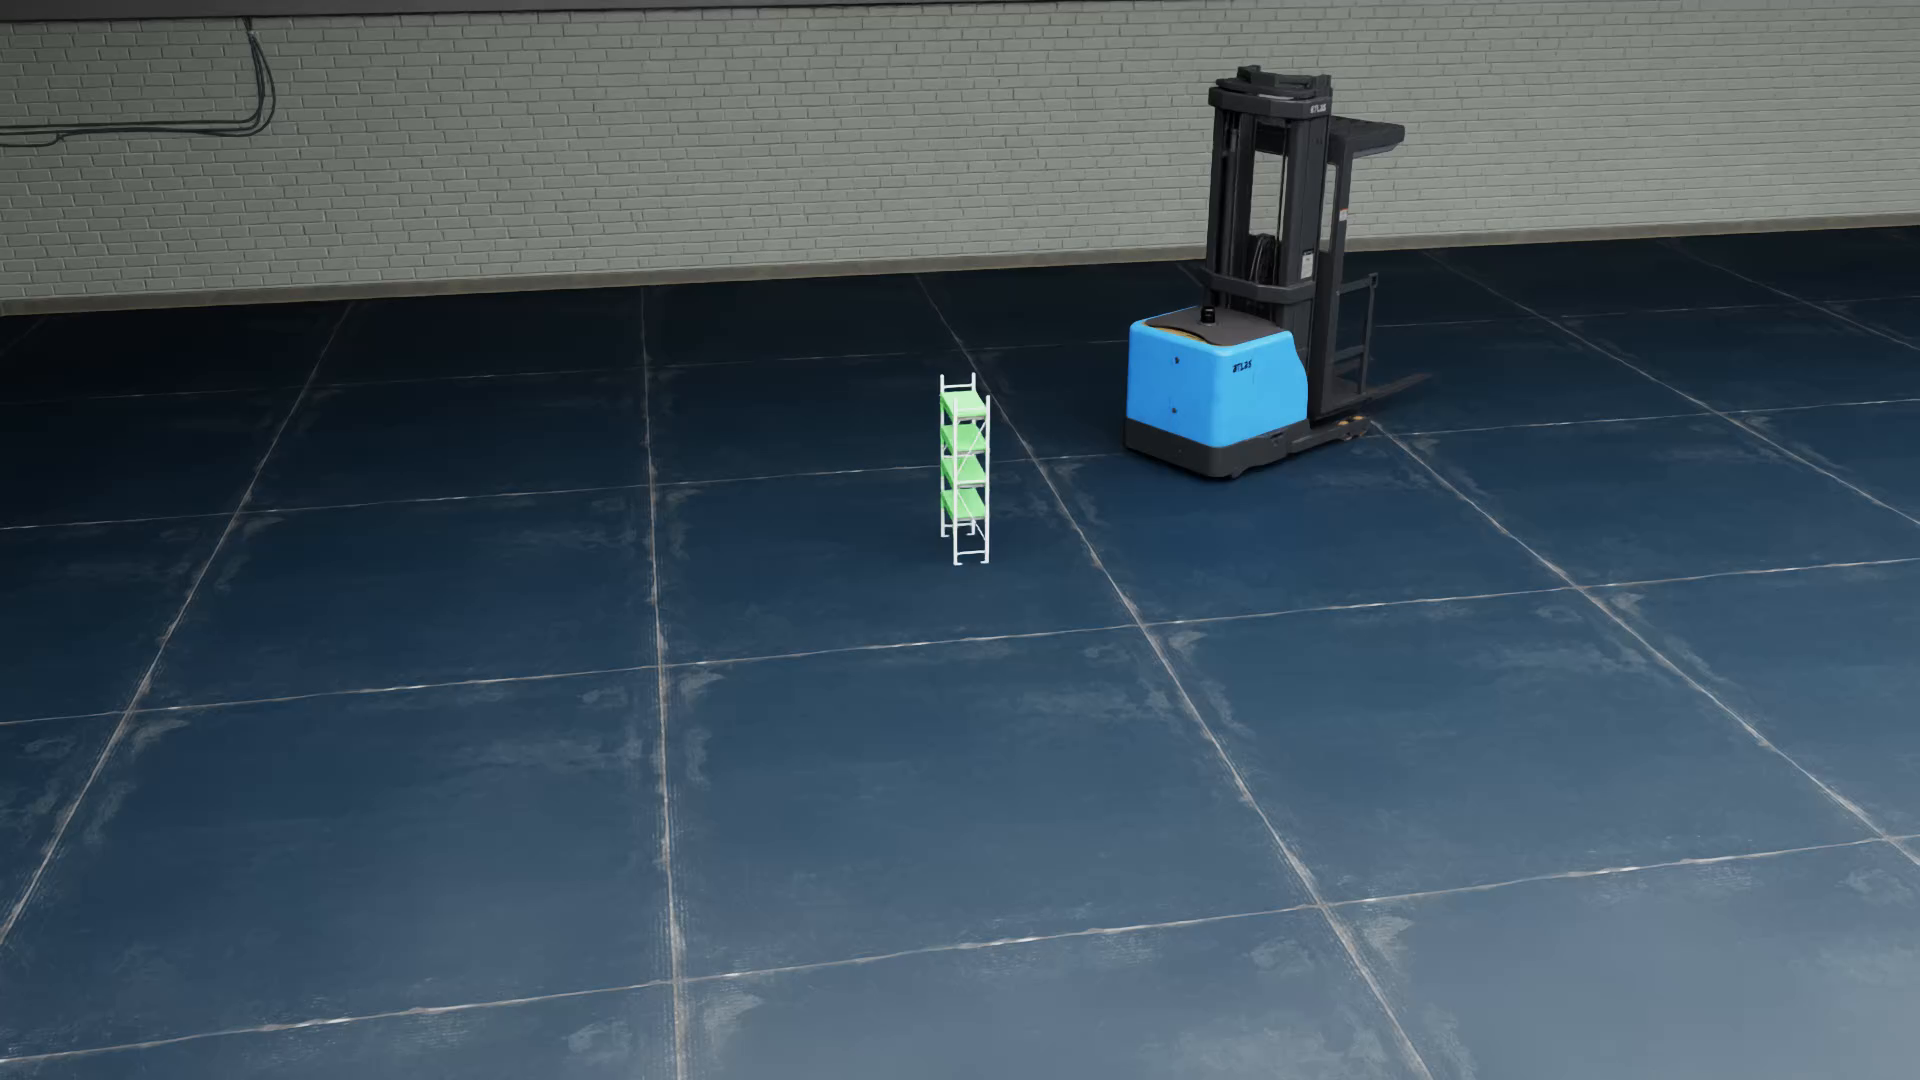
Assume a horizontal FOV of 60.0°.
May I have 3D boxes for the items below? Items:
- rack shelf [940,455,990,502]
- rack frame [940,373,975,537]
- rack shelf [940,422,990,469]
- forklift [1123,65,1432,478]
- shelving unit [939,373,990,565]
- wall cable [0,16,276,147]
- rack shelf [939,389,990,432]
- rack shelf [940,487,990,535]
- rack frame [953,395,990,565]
[{"bbox_3d":[0.031,-0.426,11.386,0.258,0.148,0.480,-4,24,-10],"label":"rack shelf"},{"bbox_3d":[-0.015,-0.581,11.581,0.240,1.200,0.015,-4,24,-10],"label":"rack frame"},{"bbox_3d":[0.031,-0.646,11.290,0.258,0.148,0.480,-4,24,-10],"label":"rack shelf"},{"bbox_3d":[2.752,-2.291,13.333,3.031,2.935,1.130,-19,30,-37],"label":"forklift"},{"bbox_3d":[0.031,-0.485,11.361,0.258,1.200,0.503,-4,24,-10],"label":"shelving unit"},{"bbox_3d":[-8.369,-5.090,16.040,3.097,2.526,0.112,-4,24,-10],"label":"wall cable"},{"bbox_3d":[0.031,-0.866,11.194,0.258,0.148,0.480,-4,24,-10],"label":"rack shelf"},{"bbox_3d":[0.031,-0.206,11.482,0.258,0.148,0.480,-4,24,-10],"label":"rack shelf"},{"bbox_3d":[0.076,-0.389,11.141,0.240,1.200,0.015,-4,24,-10],"label":"rack frame"}]
